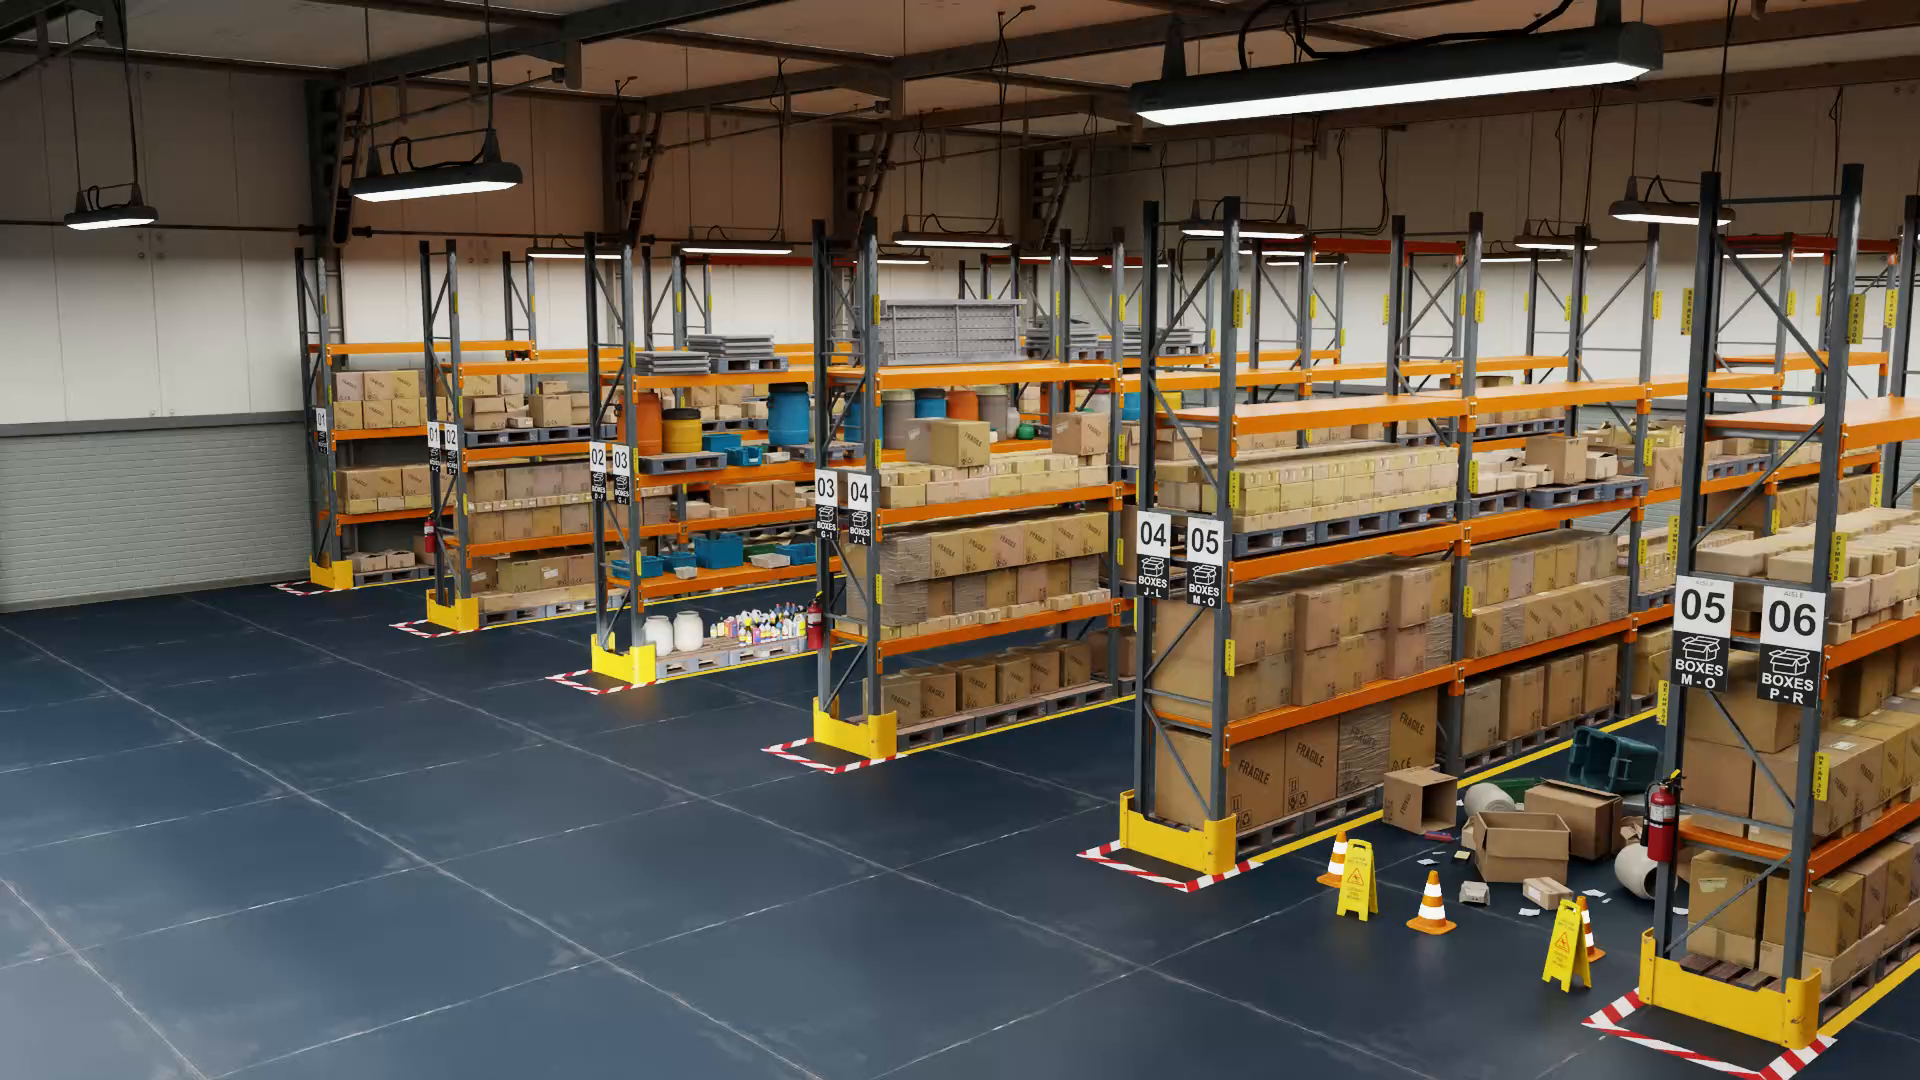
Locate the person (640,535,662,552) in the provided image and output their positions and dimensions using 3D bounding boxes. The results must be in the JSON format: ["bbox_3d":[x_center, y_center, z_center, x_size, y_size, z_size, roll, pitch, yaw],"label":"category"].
[{"bbox_3d":[-5.808,-0.223,31.176,0.589,1.660,0.804,7,11,40],"label":"person"}]

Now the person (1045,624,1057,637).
[{"bbox_3d":[1.297,0.577,23.811,0.582,1.667,0.525,8,11,42],"label":"person"}]
